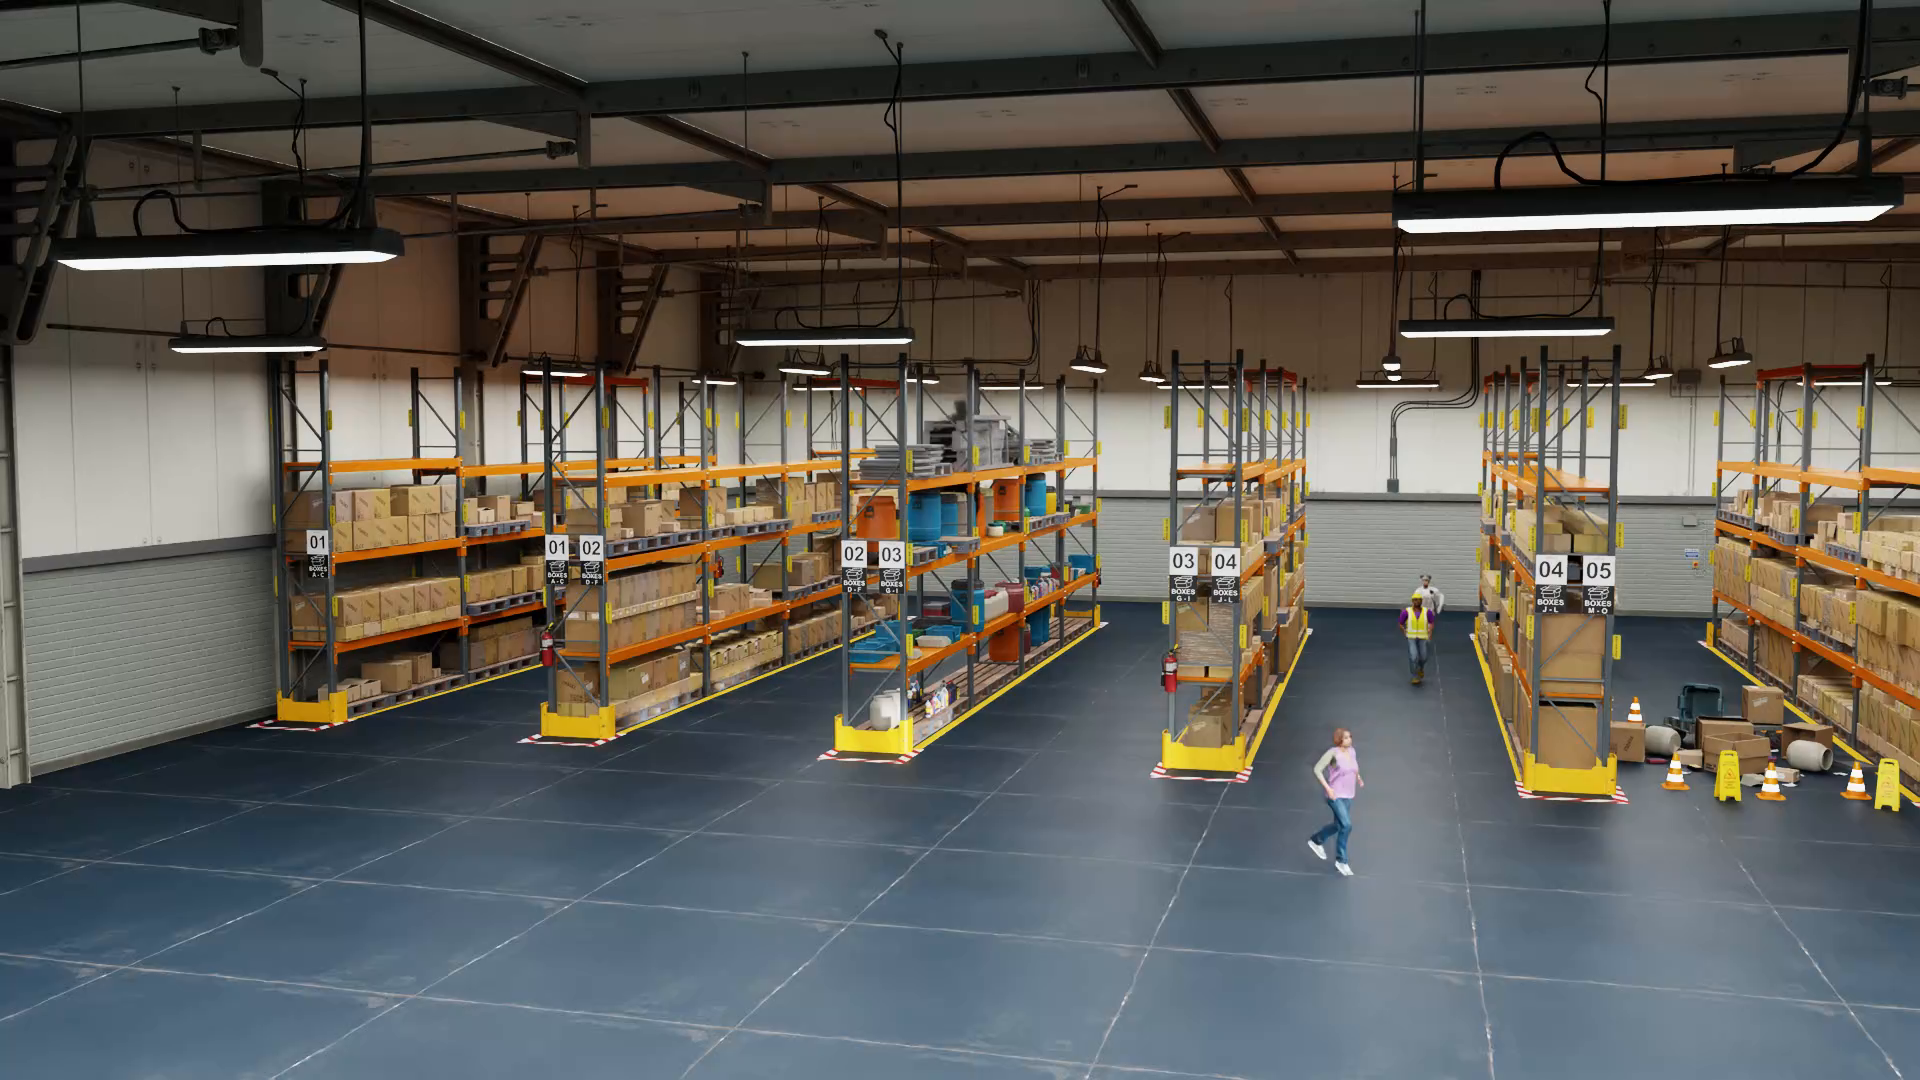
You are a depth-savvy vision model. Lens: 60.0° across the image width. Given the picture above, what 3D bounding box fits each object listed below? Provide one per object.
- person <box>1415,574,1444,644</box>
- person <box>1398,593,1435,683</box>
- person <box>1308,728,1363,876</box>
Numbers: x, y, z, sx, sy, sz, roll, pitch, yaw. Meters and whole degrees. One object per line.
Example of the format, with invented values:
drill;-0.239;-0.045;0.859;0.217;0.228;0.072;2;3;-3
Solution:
person;10.201;1.574;36.293;0.649;1.651;0.647;1;4;20
person;8.695;1.867;31.671;0.696;1.716;0.605;1;4;10
person;4.173;2.884;18.543;0.543;1.645;0.688;-3;5;-37
